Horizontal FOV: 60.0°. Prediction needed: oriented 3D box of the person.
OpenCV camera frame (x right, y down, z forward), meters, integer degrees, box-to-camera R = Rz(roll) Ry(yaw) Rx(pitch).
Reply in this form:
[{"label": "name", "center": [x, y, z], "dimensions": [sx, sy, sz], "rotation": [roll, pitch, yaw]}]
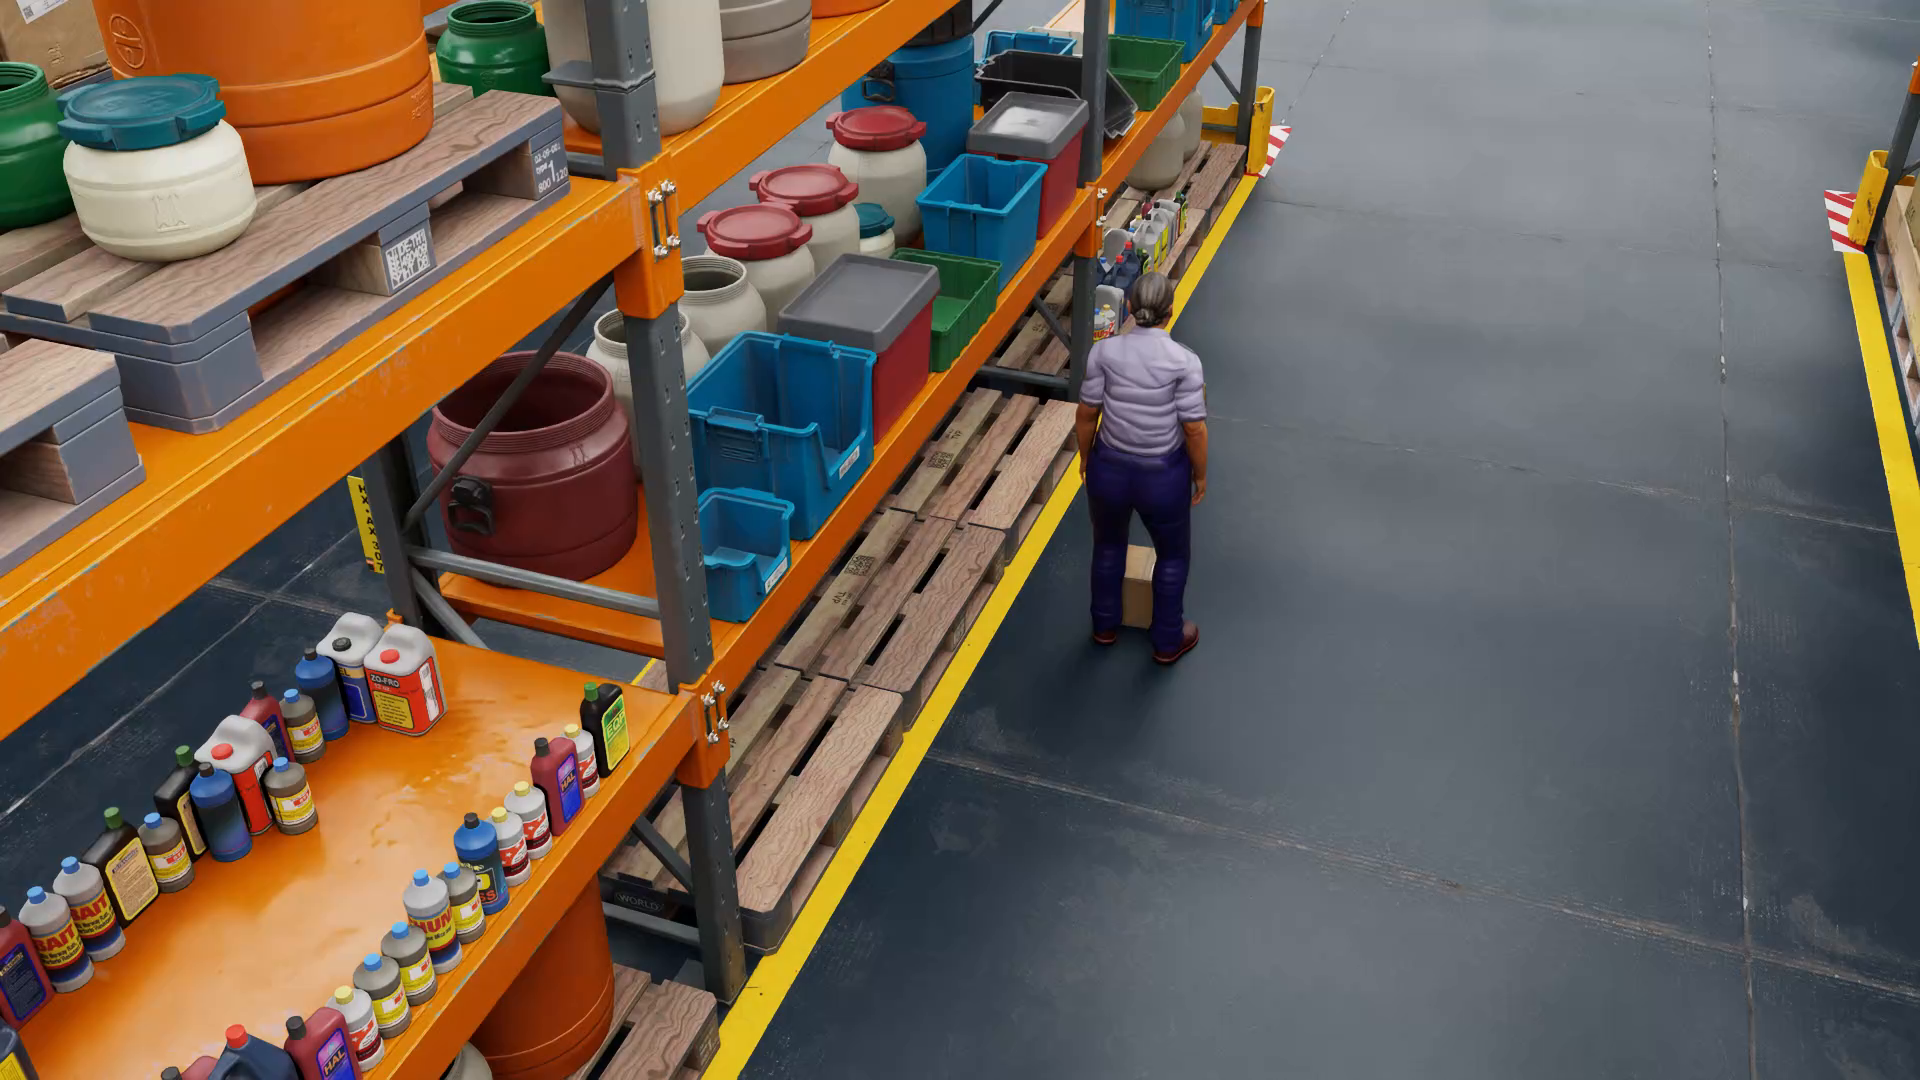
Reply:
[{"label": "person", "center": [0.721, -0.268, 6.553], "dimensions": [0.539, 1.652, 0.412], "rotation": [11, 35, 17]}]
